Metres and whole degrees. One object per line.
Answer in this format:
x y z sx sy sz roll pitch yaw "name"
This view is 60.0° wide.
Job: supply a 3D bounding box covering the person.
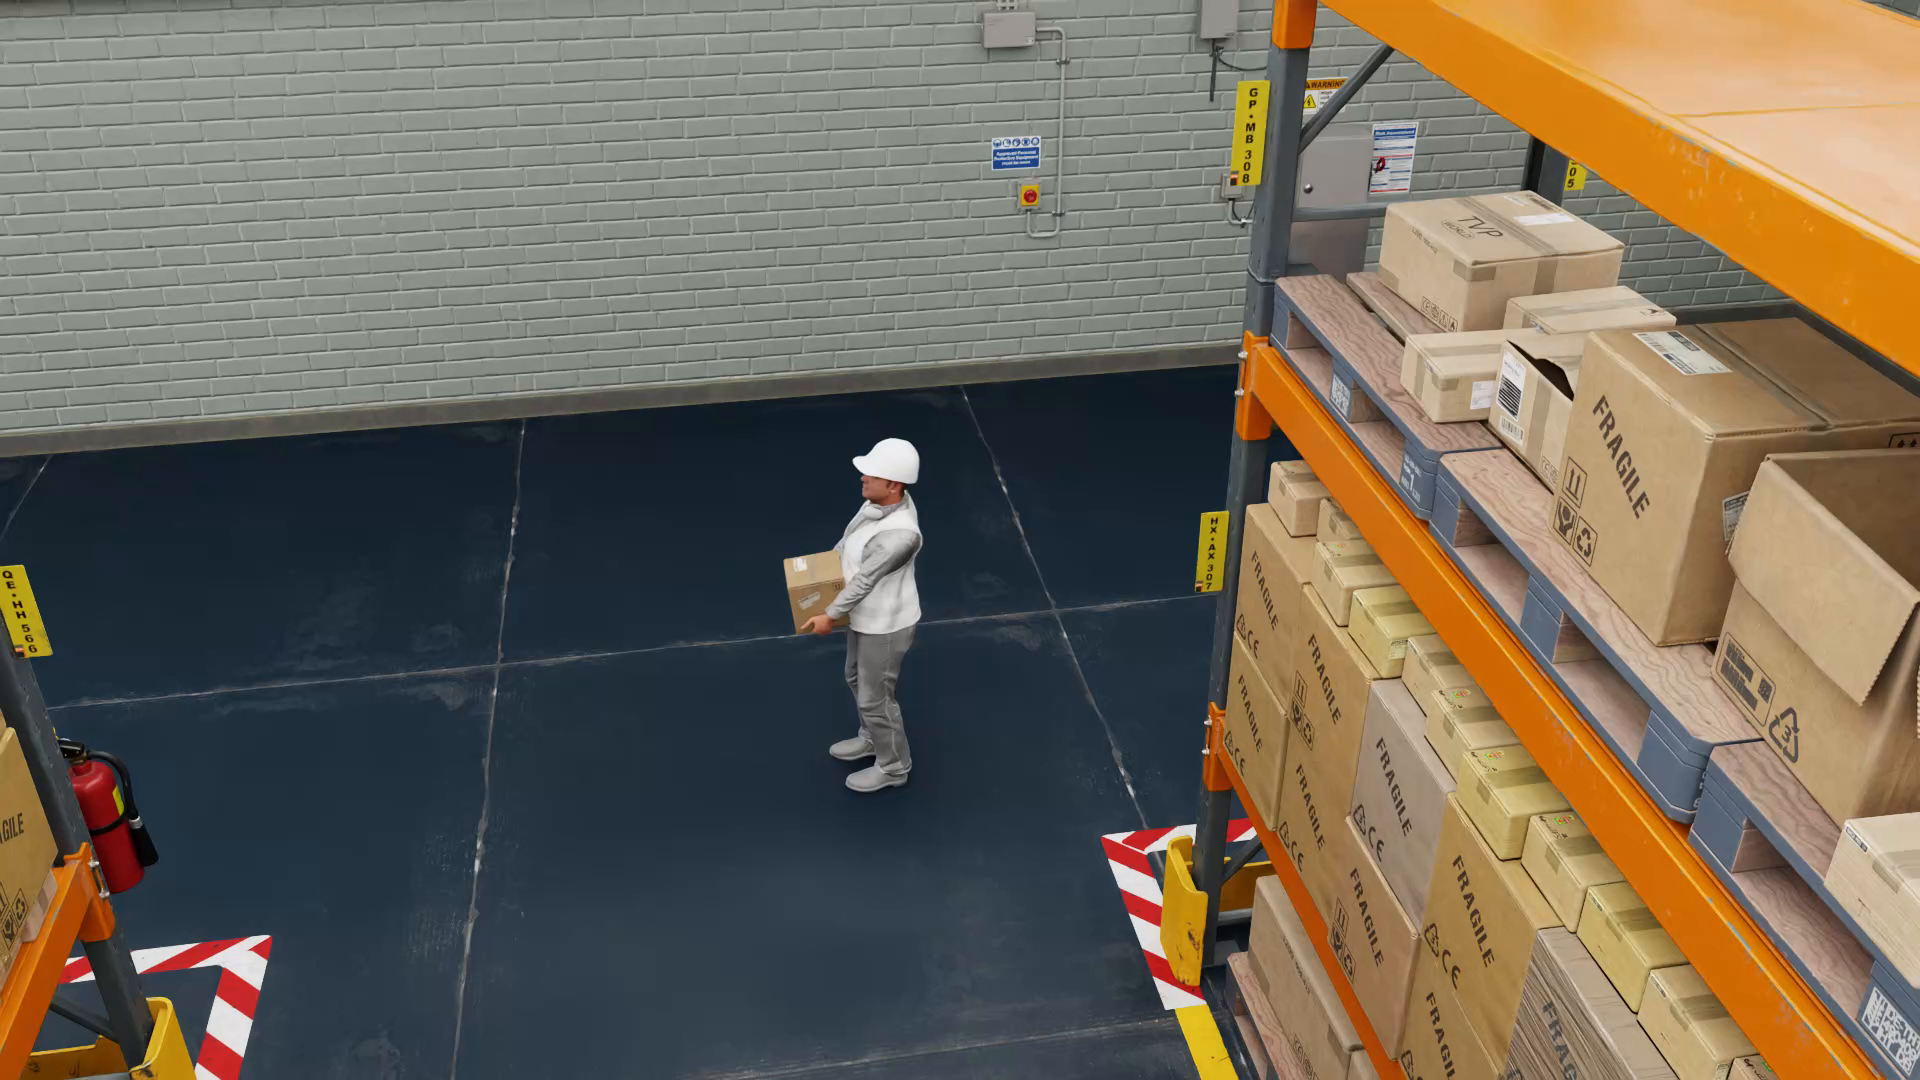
-0.449 0.345 7.534 0.554 1.762 0.494 -5 31 -8 "person"
